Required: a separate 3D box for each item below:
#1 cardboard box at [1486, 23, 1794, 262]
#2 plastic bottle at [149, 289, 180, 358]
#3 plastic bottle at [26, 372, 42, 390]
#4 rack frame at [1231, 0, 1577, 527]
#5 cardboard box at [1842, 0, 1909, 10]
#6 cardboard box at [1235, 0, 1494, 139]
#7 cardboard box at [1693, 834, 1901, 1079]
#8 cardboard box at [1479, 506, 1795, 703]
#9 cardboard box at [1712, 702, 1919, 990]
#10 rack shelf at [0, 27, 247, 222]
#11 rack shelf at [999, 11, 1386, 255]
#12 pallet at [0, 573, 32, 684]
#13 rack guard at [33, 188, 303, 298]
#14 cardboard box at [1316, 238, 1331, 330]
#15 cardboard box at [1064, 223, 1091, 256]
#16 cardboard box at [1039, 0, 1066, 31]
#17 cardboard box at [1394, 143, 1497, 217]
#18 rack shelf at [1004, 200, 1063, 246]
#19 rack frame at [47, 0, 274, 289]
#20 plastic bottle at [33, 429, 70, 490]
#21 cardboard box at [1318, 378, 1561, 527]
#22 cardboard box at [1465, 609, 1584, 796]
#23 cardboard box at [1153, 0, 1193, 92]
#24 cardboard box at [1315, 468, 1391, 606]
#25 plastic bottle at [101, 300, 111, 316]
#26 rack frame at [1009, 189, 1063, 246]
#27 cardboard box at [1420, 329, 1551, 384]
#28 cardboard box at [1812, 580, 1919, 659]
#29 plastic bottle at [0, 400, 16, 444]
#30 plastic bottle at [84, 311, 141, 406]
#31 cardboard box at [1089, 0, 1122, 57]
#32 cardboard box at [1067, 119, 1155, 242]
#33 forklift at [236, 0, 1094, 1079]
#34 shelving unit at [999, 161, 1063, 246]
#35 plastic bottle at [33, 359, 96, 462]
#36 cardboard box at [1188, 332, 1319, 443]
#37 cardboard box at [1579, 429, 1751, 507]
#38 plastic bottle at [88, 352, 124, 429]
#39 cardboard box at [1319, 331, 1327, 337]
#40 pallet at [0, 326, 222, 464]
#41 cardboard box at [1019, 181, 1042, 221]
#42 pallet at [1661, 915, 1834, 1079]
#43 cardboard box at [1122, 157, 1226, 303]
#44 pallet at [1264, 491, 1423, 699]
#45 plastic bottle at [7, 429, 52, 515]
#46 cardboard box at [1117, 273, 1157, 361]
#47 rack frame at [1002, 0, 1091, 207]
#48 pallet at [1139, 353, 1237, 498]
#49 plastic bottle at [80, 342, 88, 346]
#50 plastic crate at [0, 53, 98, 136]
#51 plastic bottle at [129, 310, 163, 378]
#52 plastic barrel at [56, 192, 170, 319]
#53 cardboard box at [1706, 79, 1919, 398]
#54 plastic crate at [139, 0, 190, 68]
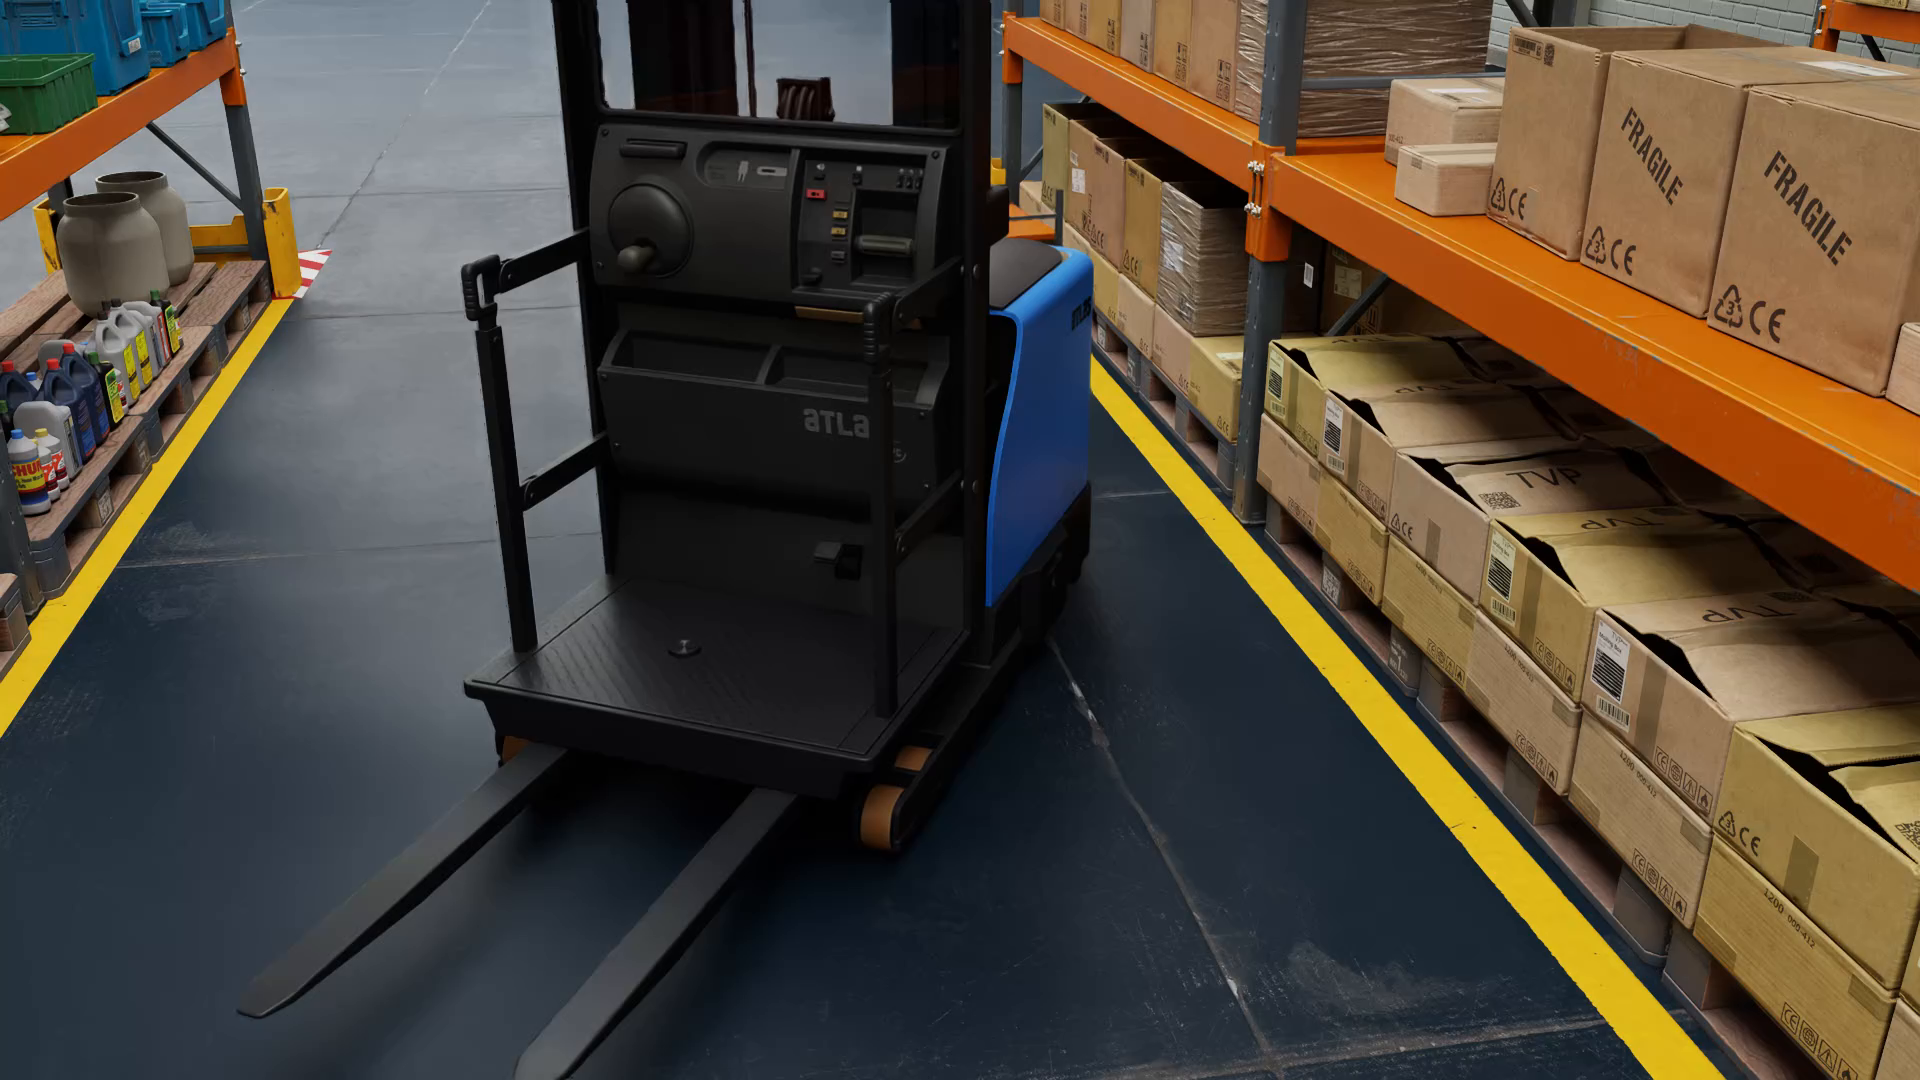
[{"bbox_3d":[1.699,-1.016,4.204,0.500,0.500,0.500,-3,24,-6],"label":"cardboard box"},{"bbox_3d":[-3.323,-0.912,6.933,0.061,0.283,0.133,-4,24,-8],"label":"plastic bottle"},{"bbox_3d":[-3.280,-0.464,5.923,0.097,0.271,0.097,0,24,0],"label":"plastic bottle"},{"bbox_3d":[1.476,-1.481,5.393,1.000,3.000,0.127,-4,24,-10],"label":"rack frame"},{"bbox_3d":[5.382,-3.147,9.371,0.500,0.250,0.500,-5,24,-11],"label":"cardboard box"},{"bbox_3d":[1.387,-1.701,5.772,0.700,0.500,0.500,-5,24,-11],"label":"cardboard box"},{"bbox_3d":[1.780,0.769,3.153,0.500,0.250,0.500,-5,24,-10],"label":"cardboard box"},{"bbox_3d":[1.593,0.115,3.949,0.500,0.311,0.500,-4,24,-8],"label":"cardboard box"},{"bbox_3d":[1.774,0.511,3.042,0.500,0.311,0.500,-5,24,-11],"label":"cardboard box"},{"bbox_3d":[-3.763,-1.573,6.503,1.077,0.370,4.000,-4,24,-10],"label":"rack shelf"},{"bbox_3d":[1.106,-1.938,7.339,1.077,0.370,4.000,-4,24,-10],"label":"rack shelf"},{"bbox_3d":[-3.210,0.468,4.415,1.003,0.211,1.213,-4,24,-10],"label":"pallet"},{"bbox_3d":[-4.072,-1.517,8.600,1.175,0.500,0.348,-4,24,-10],"label":"rack guard"},{"bbox_3d":[1.597,-1.159,6.629,0.500,0.500,0.500,-4,24,-10],"label":"cardboard box"},{"bbox_3d":[0.805,-1.366,8.041,0.500,0.250,0.500,-4,24,-10],"label":"cardboard box"},{"bbox_3d":[0.810,-2.916,8.553,0.700,0.500,0.500,-4,24,-10],"label":"cardboard box"},{"bbox_3d":[1.439,-1.002,4.611,0.380,0.149,0.250,-4,24,-10],"label":"cardboard box"},{"bbox_3d":[0.140,-1.010,5.581,0.258,0.148,0.480,-7,25,-16],"label":"rack shelf"},{"bbox_3d":[-4.133,-2.689,8.160,1.000,3.000,0.127,-4,24,-10],"label":"rack frame"},{"bbox_3d":[-3.059,-0.273,5.574,0.097,0.201,0.097,0,24,0],"label":"plastic bottle"},{"bbox_3d":[1.395,-0.292,4.881,0.500,0.311,0.500,-5,24,-10],"label":"cardboard box"},{"bbox_3d":[1.592,0.368,4.069,0.500,0.250,0.500,-4,24,-9],"label":"cardboard box"},{"bbox_3d":[1.195,-2.106,6.698,0.700,0.500,0.500,-4,24,-9],"label":"cardboard box"},{"bbox_3d":[1.400,-0.035,4.994,0.500,0.250,0.500,-4,24,-8],"label":"cardboard box"},{"bbox_3d":[-3.447,-0.847,6.785,0.061,0.283,0.133,-4,24,-10],"label":"plastic bottle"},{"bbox_3d":[0.214,-0.557,5.526,0.240,1.200,0.015,-7,25,-16],"label":"rack frame"},{"bbox_3d":[1.832,-0.532,5.431,0.500,0.311,0.500,-4,24,-10],"label":"cardboard box"},{"bbox_3d":[2.210,0.268,3.598,0.500,0.311,0.500,-5,24,-11],"label":"cardboard box"},{"bbox_3d":[-3.212,-0.348,5.642,0.061,0.283,0.133,-4,24,-10],"label":"plastic bottle"},{"bbox_3d":[-3.248,-0.693,6.350,0.144,0.351,0.185,-4,24,-10],"label":"plastic bottle"},{"bbox_3d":[0.998,-2.514,7.633,0.700,0.500,0.500,-4,24,-9],"label":"cardboard box"},{"bbox_3d":[0.816,-1.711,7.893,0.500,0.500,0.500,-4,24,-10],"label":"cardboard box"},{"bbox_3d":[-0.549,-0.772,3.856,1.130,2.935,3.031,8,25,18],"label":"forklift"},{"bbox_3d":[0.140,-0.650,5.739,0.258,1.200,0.503,-7,25,-16],"label":"shelving unit"},{"bbox_3d":[-3.134,-0.452,5.797,0.144,0.351,0.185,-4,24,-8],"label":"plastic bottle"},{"bbox_3d":[1.175,-0.580,6.240,0.500,0.250,0.500,-4,24,-10],"label":"cardboard box"},{"bbox_3d":[2.025,-0.132,4.514,0.500,0.311,0.500,-4,24,-10],"label":"cardboard box"},{"bbox_3d":[-3.159,-0.563,6.136,0.061,0.283,0.133,-3,24,-7],"label":"plastic bottle"},{"bbox_3d":[1.688,-0.618,6.329,0.500,0.250,0.500,-4,24,-10],"label":"cardboard box"},{"bbox_3d":[-3.705,-0.586,6.828,1.003,0.211,1.213,-4,24,-10],"label":"pallet"},{"bbox_3d":[0.617,-1.759,8.941,0.500,0.250,0.500,-4,24,-10],"label":"cardboard box"},{"bbox_3d":[2.101,1.043,3.097,1.003,0.211,1.213,-4,24,-10],"label":"pallet"},{"bbox_3d":[0.998,-1.317,6.992,0.500,0.500,0.500,-4,24,-10],"label":"cardboard box"},{"bbox_3d":[1.650,0.084,5.294,1.003,0.211,1.213,-4,24,-10],"label":"pallet"},{"bbox_3d":[-3.021,-0.225,5.377,0.097,0.271,0.097,0,24,0],"label":"plastic bottle"},{"bbox_3d":[0.985,-0.973,7.140,0.500,0.250,0.500,-4,24,-10],"label":"cardboard box"},{"bbox_3d":[0.736,-3.054,8.996,1.000,3.000,0.127,-4,24,-10],"label":"rack frame"},{"bbox_3d":[1.370,-0.519,6.675,1.003,0.211,1.213,-4,24,-10],"label":"pallet"},{"bbox_3d":[-3.393,-0.672,6.487,0.097,0.201,0.097,0,24,0],"label":"plastic bottle"},{"bbox_3d":[-3.367,-1.574,5.870,0.450,0.188,0.662,-4,24,-10],"label":"plastic crate"},{"bbox_3d":[-3.317,-0.797,6.681,0.152,0.276,0.135,-5,24,-11],"label":"plastic bottle"},{"bbox_3d":[-3.843,-1.291,7.542,0.421,0.512,0.421,0,24,0],"label":"plastic barrel"},{"bbox_3d":[1.889,-0.612,3.279,0.500,0.500,0.500,-6,24,-13],"label":"cardboard box"},{"bbox_3d":[-3.632,-2.191,7.204,0.499,0.251,0.408,-4,24,-10],"label":"plastic crate"}]
